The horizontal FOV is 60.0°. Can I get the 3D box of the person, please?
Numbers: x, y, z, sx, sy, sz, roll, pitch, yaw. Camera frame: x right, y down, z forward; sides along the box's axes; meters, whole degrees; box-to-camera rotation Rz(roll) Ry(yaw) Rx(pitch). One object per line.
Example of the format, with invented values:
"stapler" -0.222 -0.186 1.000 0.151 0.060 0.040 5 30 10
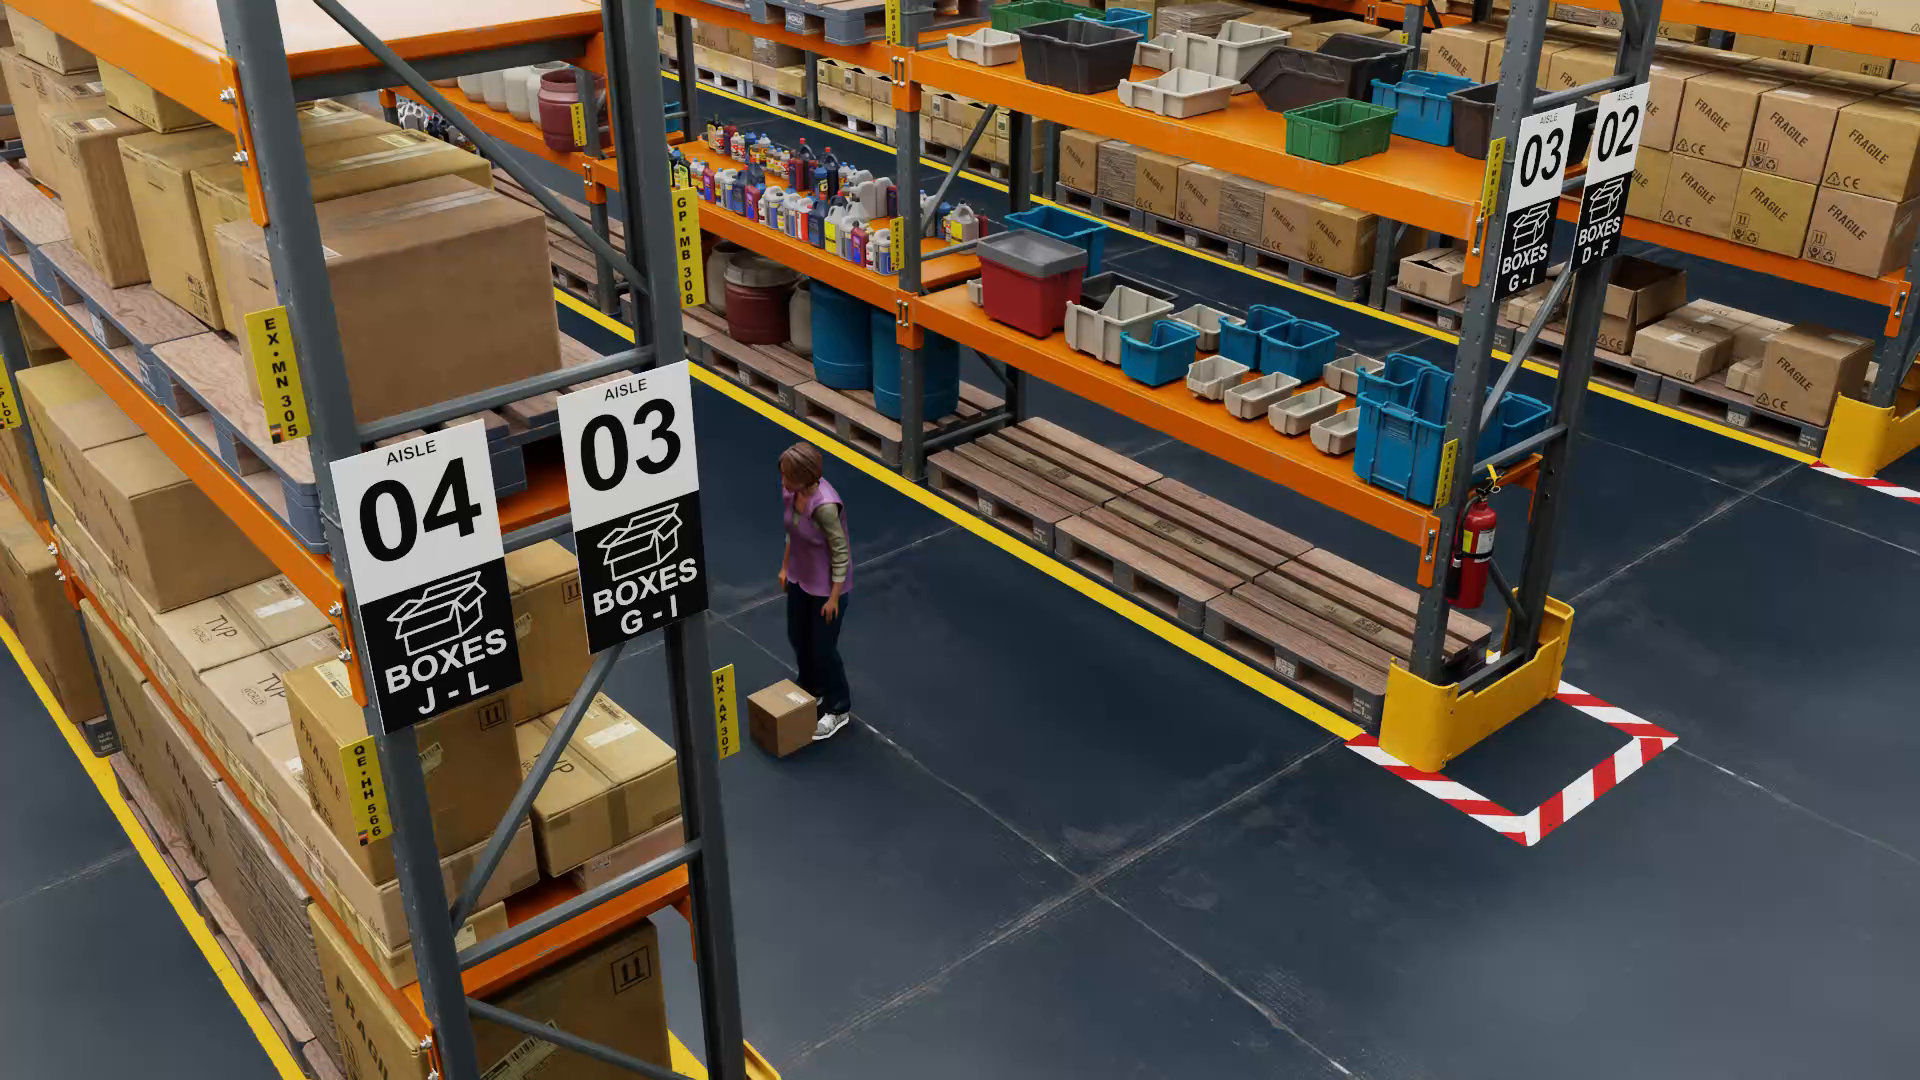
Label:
"person" -0.716 0.229 8.215 0.343 1.592 0.461 -22 35 -34
